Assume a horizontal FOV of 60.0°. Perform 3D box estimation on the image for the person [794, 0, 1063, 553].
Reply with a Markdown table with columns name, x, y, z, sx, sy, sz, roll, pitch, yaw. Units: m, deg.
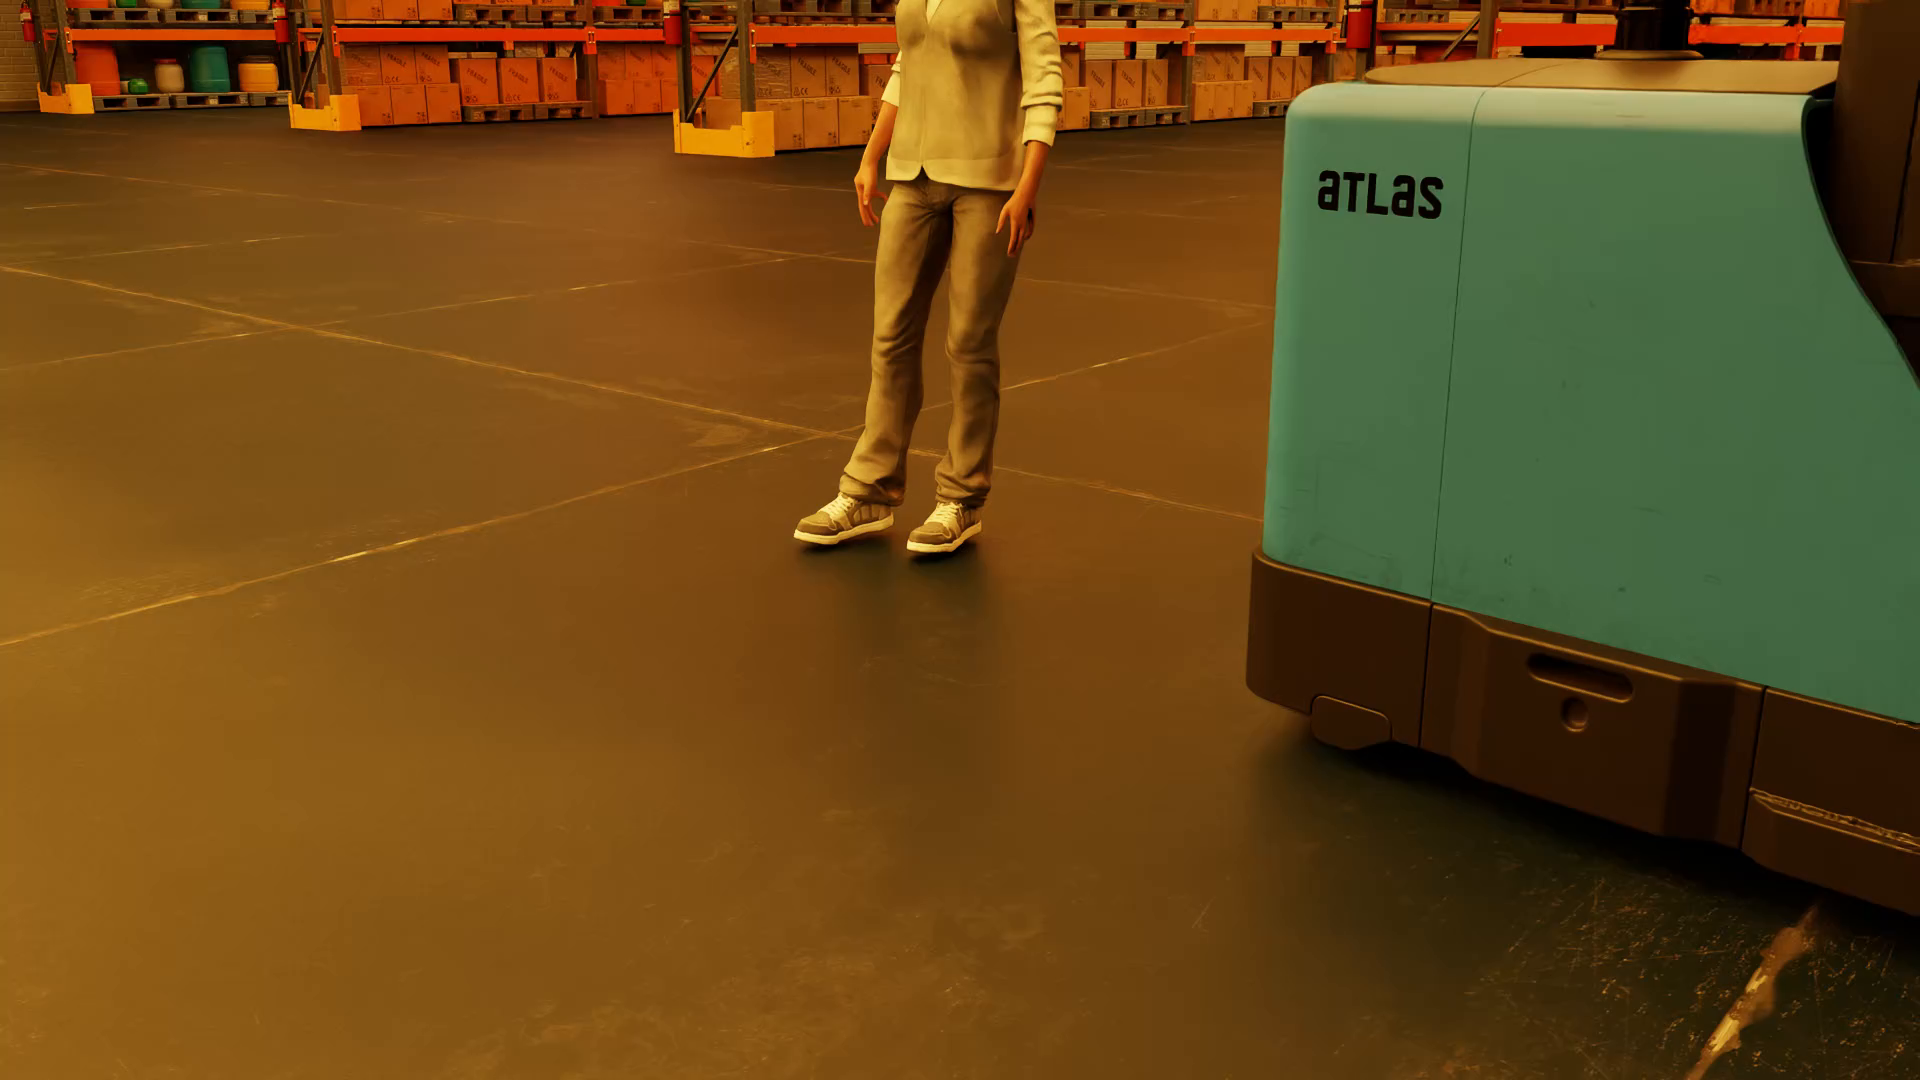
| name | x | y | z | sx | sy | sz | roll | pitch | yaw |
| --- | --- | --- | --- | --- | --- | --- | --- | --- | --- |
| person | -0.058 | -0.758 | 3.662 | 0.519 | 1.598 | 0.474 | 13 | 21 | 37 |

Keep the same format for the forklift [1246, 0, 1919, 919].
| name | x | y | z | sx | sy | sz | roll | pitch | yaw |
| --- | --- | --- | --- | --- | --- | --- | --- | --- | --- |
| forklift | 1.900 | -0.884 | 1.807 | 3.031 | 2.935 | 1.130 | 16 | 23 | 42 |
